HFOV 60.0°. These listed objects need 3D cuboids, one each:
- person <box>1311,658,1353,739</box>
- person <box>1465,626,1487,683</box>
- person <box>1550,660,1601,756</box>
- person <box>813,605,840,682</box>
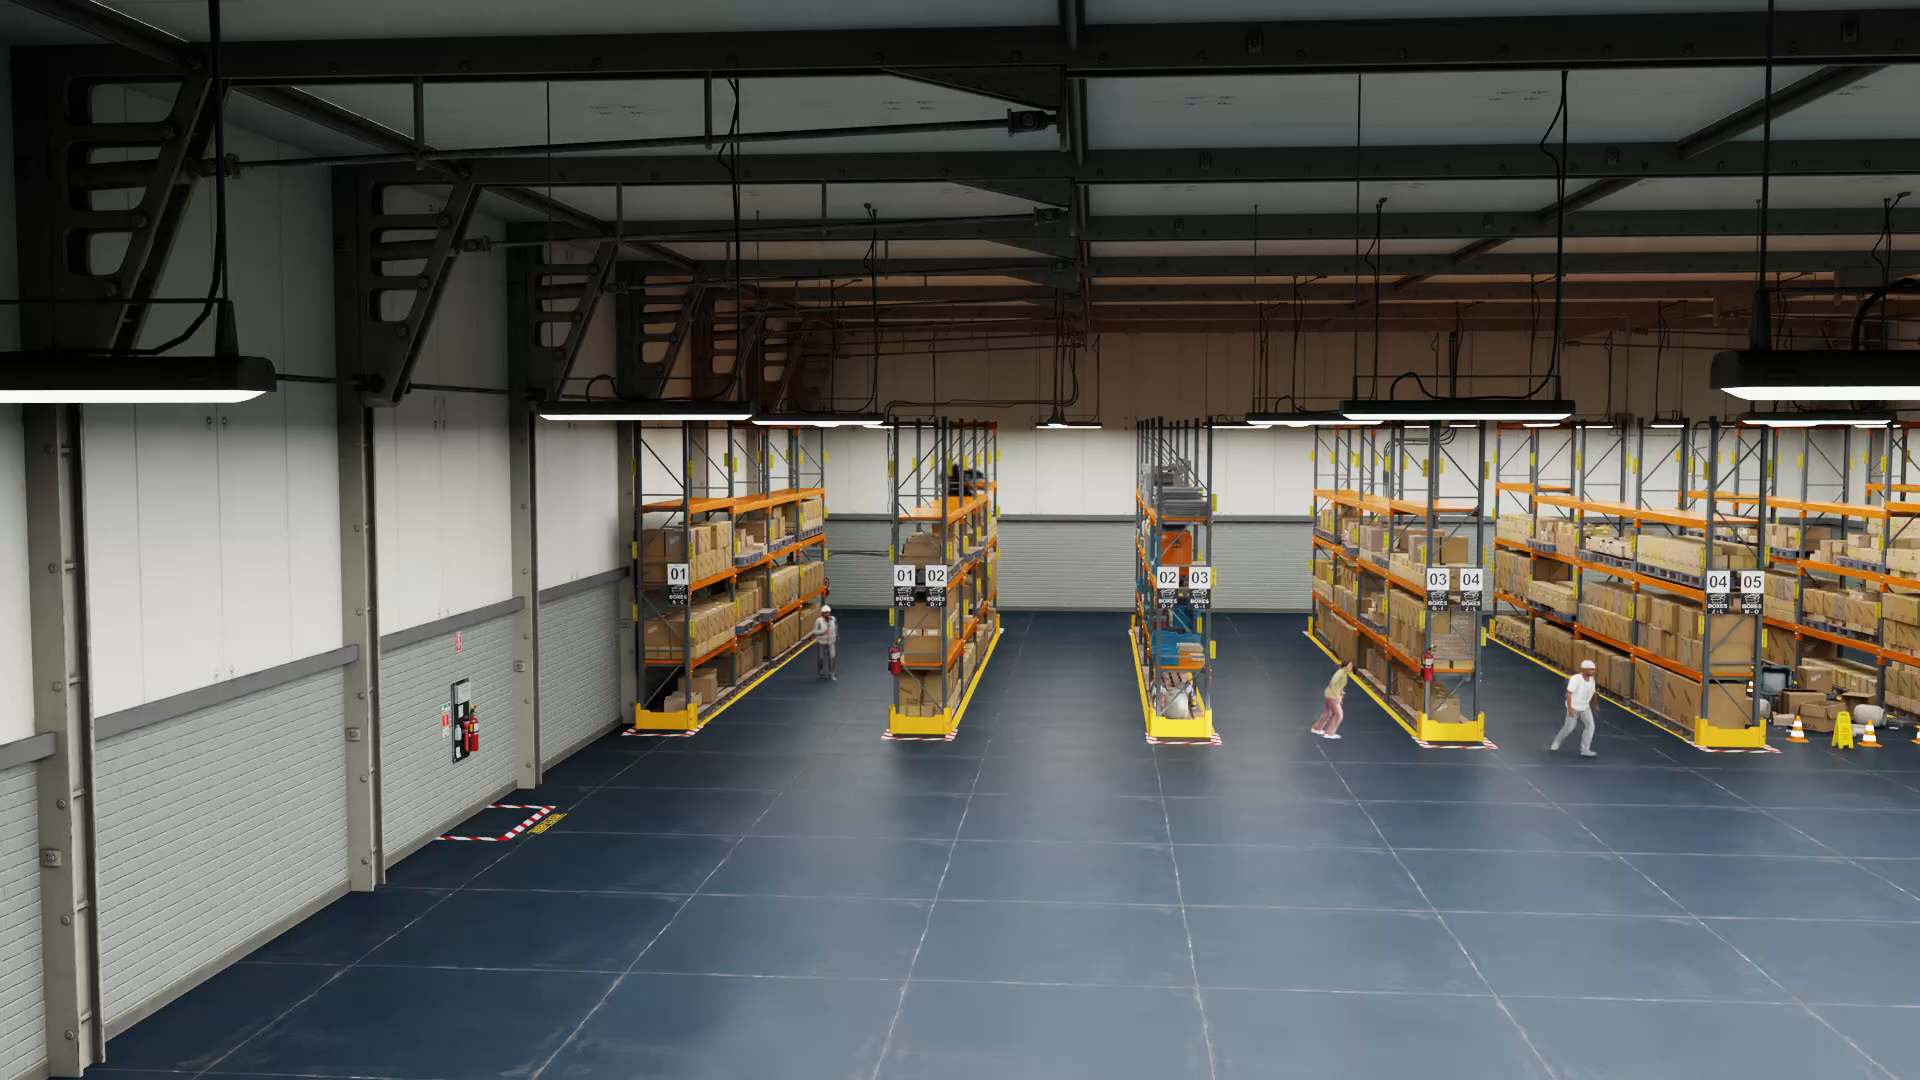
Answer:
[{"bbox_3d":[6.933,2.938,31.027,0.800,1.534,0.629,1,4,21],"label":"person"},{"bbox_3d":[11.756,2.494,38.196,0.653,1.541,1.167,1,4,14],"label":"person"},{"bbox_3d":[10.951,2.957,29.534,0.779,1.698,0.837,-2,4,-29],"label":"person"},{"bbox_3d":[-3.085,2.358,38.294,0.652,1.752,0.975,-1,4,-16],"label":"person"}]
